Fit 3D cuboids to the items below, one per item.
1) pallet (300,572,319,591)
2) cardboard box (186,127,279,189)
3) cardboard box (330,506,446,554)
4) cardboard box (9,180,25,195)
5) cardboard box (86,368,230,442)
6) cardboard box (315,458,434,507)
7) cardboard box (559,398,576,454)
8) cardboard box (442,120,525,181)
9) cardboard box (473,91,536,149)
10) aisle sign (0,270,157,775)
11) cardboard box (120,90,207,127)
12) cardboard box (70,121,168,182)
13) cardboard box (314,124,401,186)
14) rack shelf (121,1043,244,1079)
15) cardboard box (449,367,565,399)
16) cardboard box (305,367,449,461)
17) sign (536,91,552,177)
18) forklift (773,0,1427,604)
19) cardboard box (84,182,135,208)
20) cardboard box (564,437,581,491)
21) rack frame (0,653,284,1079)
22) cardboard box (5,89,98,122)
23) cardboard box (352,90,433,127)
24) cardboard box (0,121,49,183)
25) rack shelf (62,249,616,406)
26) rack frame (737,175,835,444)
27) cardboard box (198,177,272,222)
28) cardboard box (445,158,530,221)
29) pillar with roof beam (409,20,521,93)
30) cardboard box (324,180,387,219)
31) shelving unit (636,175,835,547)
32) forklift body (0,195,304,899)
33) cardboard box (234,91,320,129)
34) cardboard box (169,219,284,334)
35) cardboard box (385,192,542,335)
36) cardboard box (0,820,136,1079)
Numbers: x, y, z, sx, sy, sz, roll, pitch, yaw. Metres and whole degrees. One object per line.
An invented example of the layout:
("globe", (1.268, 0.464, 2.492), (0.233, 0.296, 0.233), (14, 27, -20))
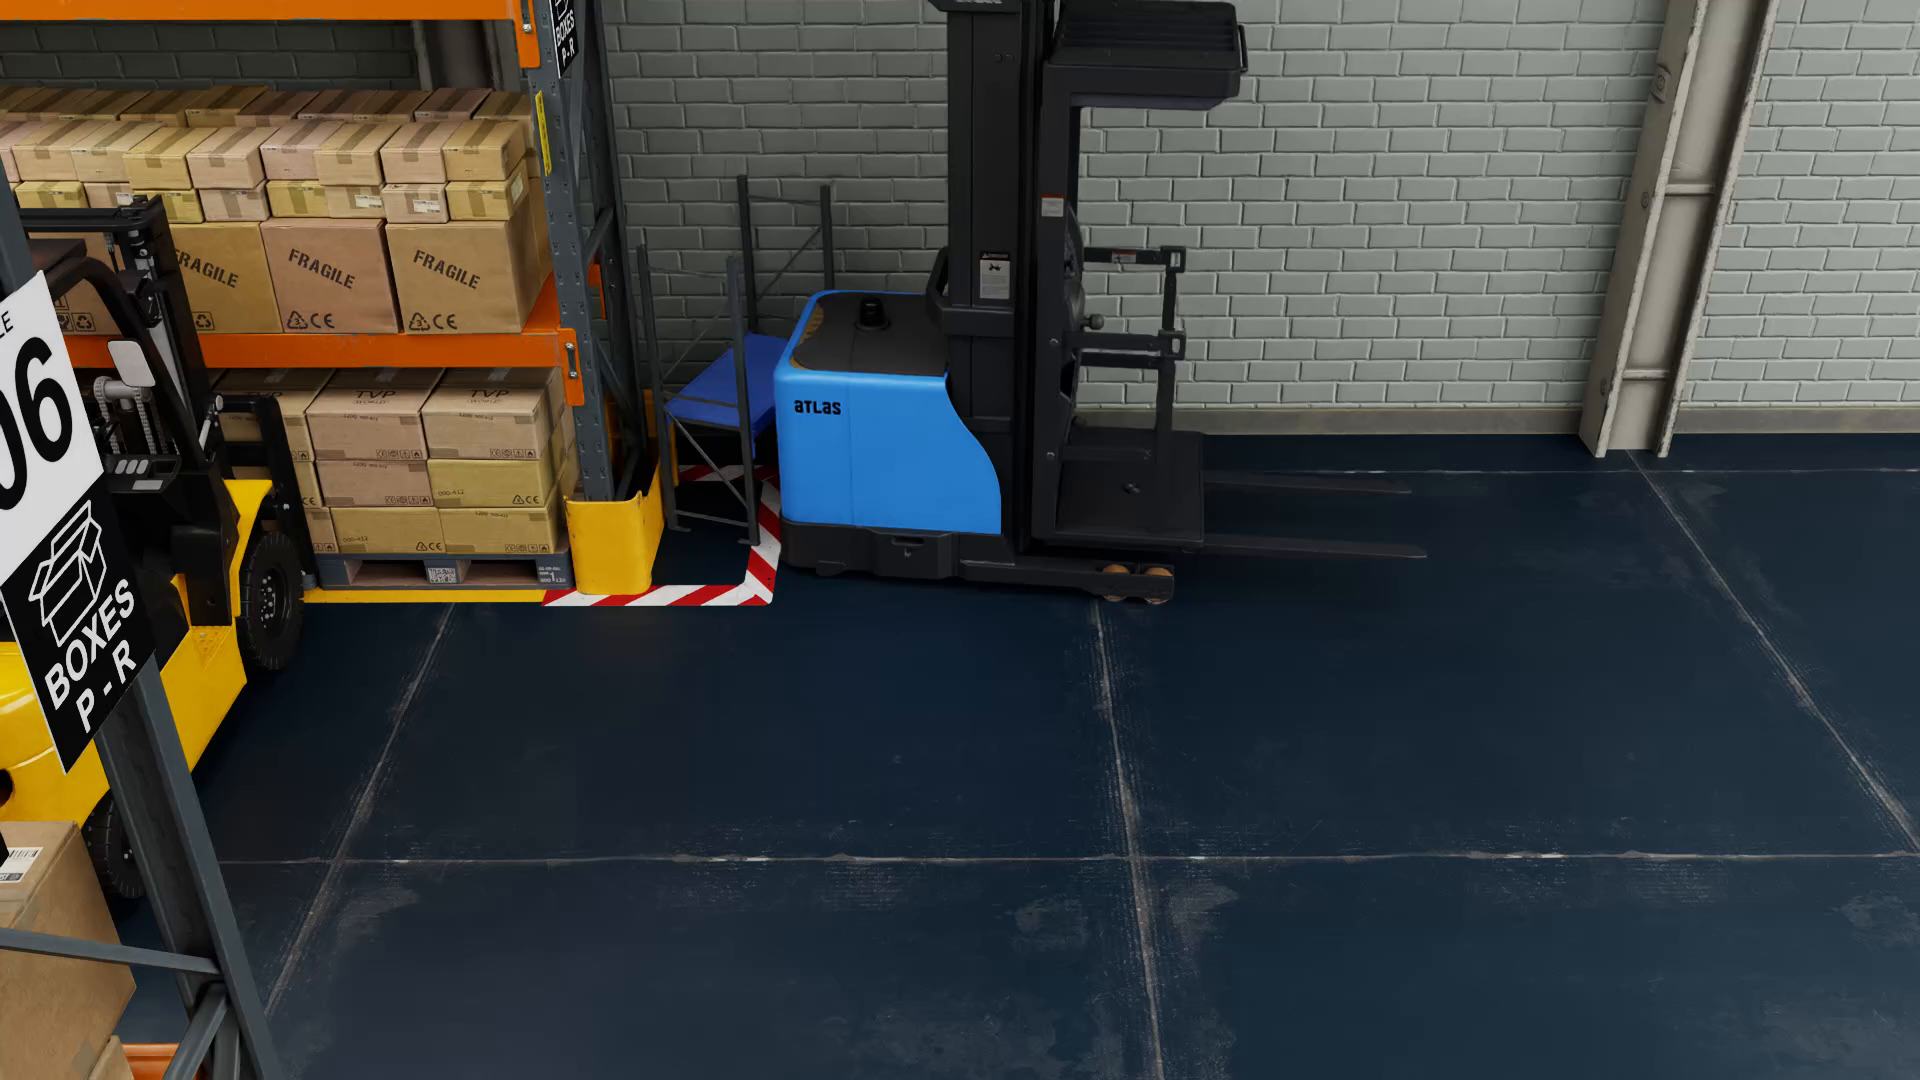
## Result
("pallet", (-3.652, -0.108, 8.225), (1.213, 0.211, 1.003), (0, 31, 0))
("cardboard box", (-3.045, -1.611, 7.006), (0.250, 0.149, 0.380), (1, 31, 1))
("cardboard box", (-2.636, -0.169, 7.883), (0.500, 0.250, 0.500), (0, 31, 0))
("cardboard box", (-4.070, -1.488, 7.089), (0.250, 0.149, 0.380), (-1, 31, -2))
("cardboard box", (-3.651, -0.586, 7.606), (0.500, 0.250, 0.500), (-1, 31, -1))
("cardboard box", (-2.657, -0.385, 7.757), (0.500, 0.250, 0.500), (0, 31, -1))
("cardboard box", (-2.142, -0.651, 8.195), (0.500, 0.250, 0.500), (0, 31, 1))
("cardboard box", (-2.028, -1.664, 7.092), (0.250, 0.149, 0.380), (0, 31, 0))
("cardboard box", (-2.008, -1.884, 7.455), (0.250, 0.149, 0.380), (-1, 31, -1))
("aisle sign", (-1.577, -0.025, 2.893), (0.004, 0.787, 0.394), (0, 31, 0))
("cardboard box", (-3.555, -1.894, 7.471), (0.250, 0.149, 0.380), (0, 31, 0))
("cardboard box", (-3.562, -1.656, 7.079), (0.250, 0.149, 0.380), (0, 31, 0))
("cardboard box", (-2.536, -1.632, 7.040), (0.250, 0.149, 0.380), (0, 31, 1))
("rack shelf", (-3.637, 1.562, 3.478), (4.000, 0.370, 1.077), (0, 31, 0))
("cardboard box", (-2.153, -0.855, 8.049), (0.500, 0.250, 0.500), (-1, 31, -1))
("cardboard box", (-2.640, -0.590, 7.613), (0.500, 0.250, 0.500), (0, 31, 1))
("sign", (-1.681, -1.642, 6.719), (0.005, 0.325, 0.100), (0, 31, 0))
("forklift", (0.697, -1.249, 7.482), (3.031, 2.935, 1.130), (3, 31, 6))
("cardboard box", (-3.549, -1.530, 7.158), (0.250, 0.149, 0.380), (0, 31, -1))
("cardboard box", (-2.163, -0.431, 8.314), (0.500, 0.250, 0.500), (0, 31, 0))
("rack frame", (-1.637, 1.248, 3.302), (0.127, 3.000, 1.000), (0, 31, 0))
("cardboard box", (-4.073, -1.907, 7.492), (0.250, 0.149, 0.380), (-1, 31, -1))
("cardboard box", (-2.534, -1.892, 7.469), (0.250, 0.149, 0.380), (0, 31, 1))
("cardboard box", (-4.062, -1.654, 7.076), (0.250, 0.149, 0.380), (0, 31, 0))
("rack shelf", (-3.671, -1.013, 7.722), (4.000, 0.370, 1.077), (0, 31, 0))
("rack frame", (-0.880, -1.155, 8.703), (0.500, 1.500, 0.032), (10, 33, 17))
("cardboard box", (-3.046, -1.495, 7.101), (0.250, 0.149, 0.380), (-1, 31, -2))
("cardboard box", (-2.016, -1.501, 7.110), (0.250, 0.149, 0.380), (0, 31, 0))
("pillar with roof beam", (-2.347, -2.124, 3.076), (0.400, 9.000, 9.100), (0, 31, 0))
("cardboard box", (-2.531, -1.515, 7.134), (0.250, 0.149, 0.380), (0, 31, 1))
("shelving unit", (-1.055, -0.907, 8.295), (0.538, 1.500, 1.048), (10, 33, 17))
("forklift body", (-3.556, -0.012, 6.196), (1.214, 2.155, 2.313), (0, 31, 0))
("cardboard box", (-3.045, -1.886, 7.458), (0.250, 0.149, 0.380), (1, 31, 1))
("cardboard box", (-3.193, -1.233, 7.295), (0.500, 0.500, 0.500), (-1, 31, -1))
("cardboard box", (-2.161, -1.232, 7.292), (0.500, 0.500, 0.500), (-1, 31, -1))
("cardboard box", (-2.112, 0.936, 3.433), (0.500, 0.500, 0.500), (-1, 31, -1))
